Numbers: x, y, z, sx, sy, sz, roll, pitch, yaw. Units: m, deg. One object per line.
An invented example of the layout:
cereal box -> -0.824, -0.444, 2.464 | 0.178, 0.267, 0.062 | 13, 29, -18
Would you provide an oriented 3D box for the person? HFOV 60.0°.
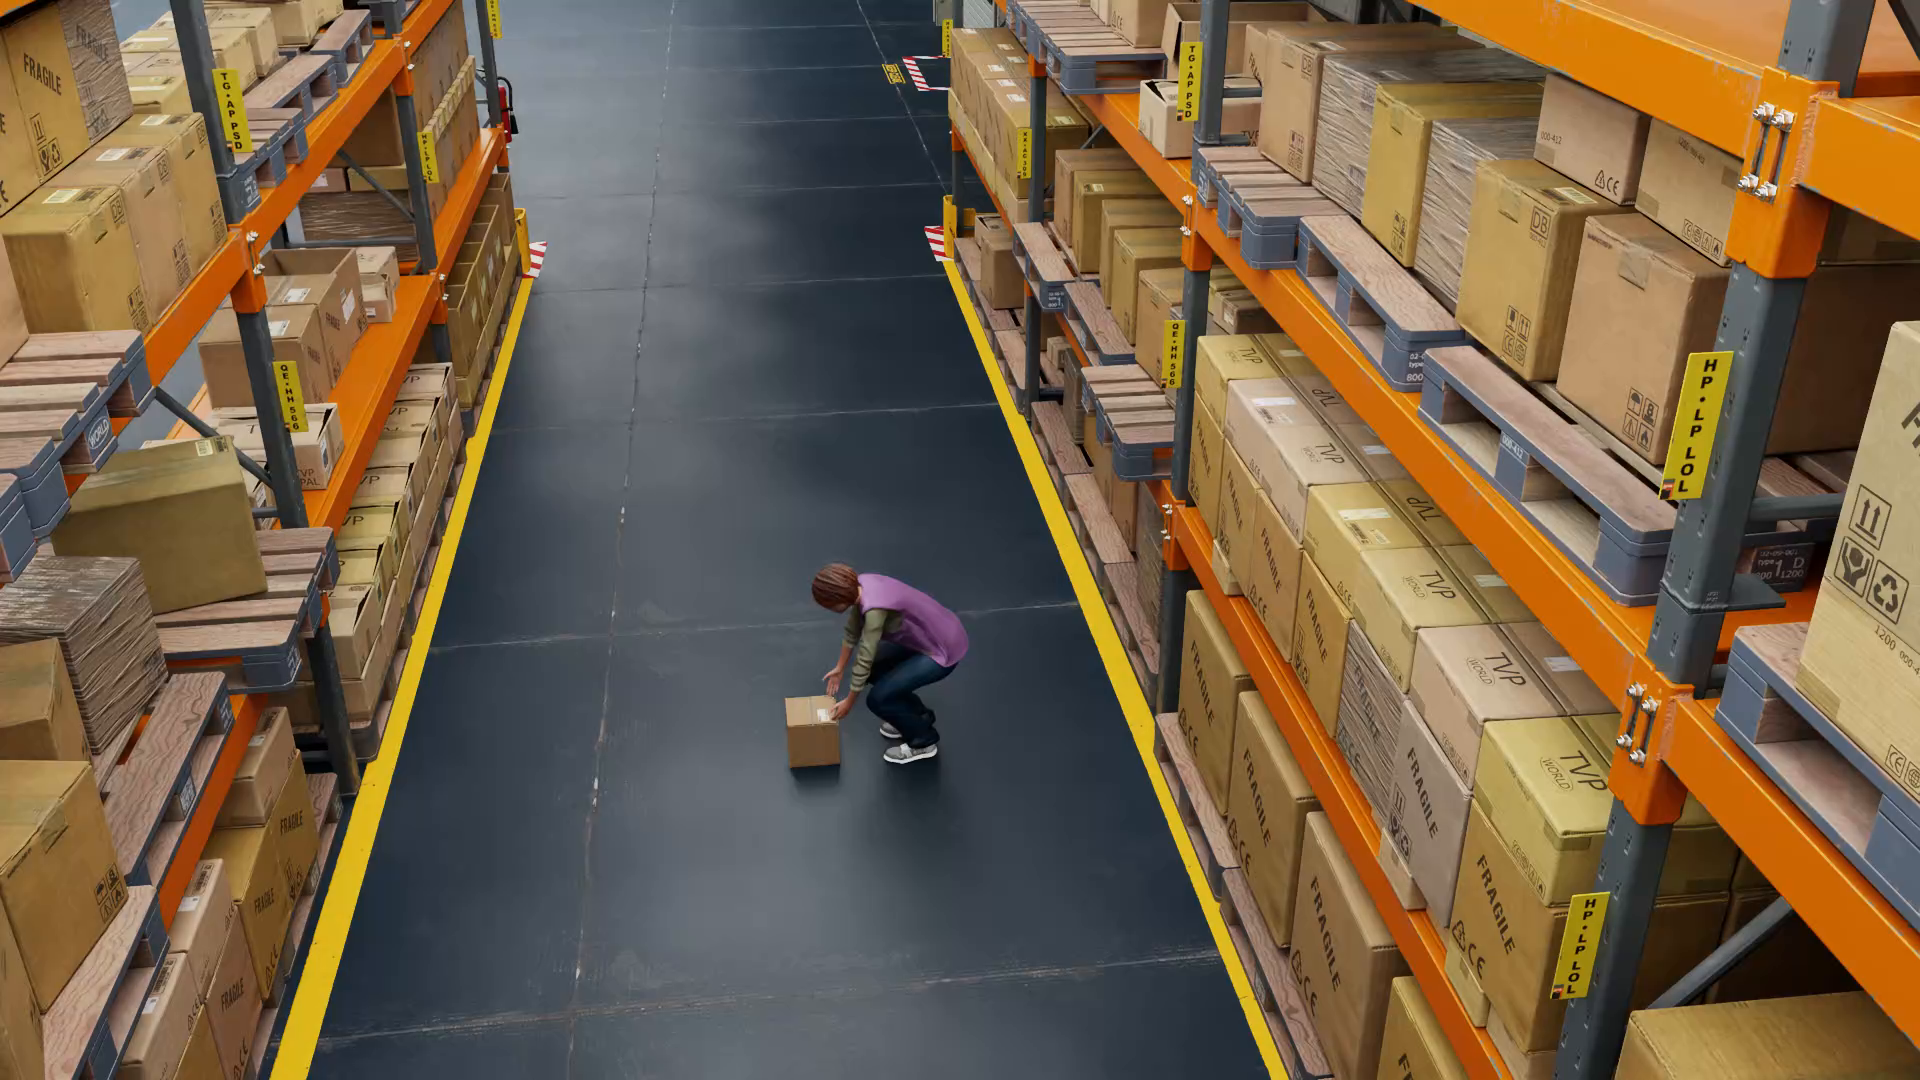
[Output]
person -> -0.328, 0.577, 8.091 | 0.754, 1.075, 0.461 | -4, 28, -7
